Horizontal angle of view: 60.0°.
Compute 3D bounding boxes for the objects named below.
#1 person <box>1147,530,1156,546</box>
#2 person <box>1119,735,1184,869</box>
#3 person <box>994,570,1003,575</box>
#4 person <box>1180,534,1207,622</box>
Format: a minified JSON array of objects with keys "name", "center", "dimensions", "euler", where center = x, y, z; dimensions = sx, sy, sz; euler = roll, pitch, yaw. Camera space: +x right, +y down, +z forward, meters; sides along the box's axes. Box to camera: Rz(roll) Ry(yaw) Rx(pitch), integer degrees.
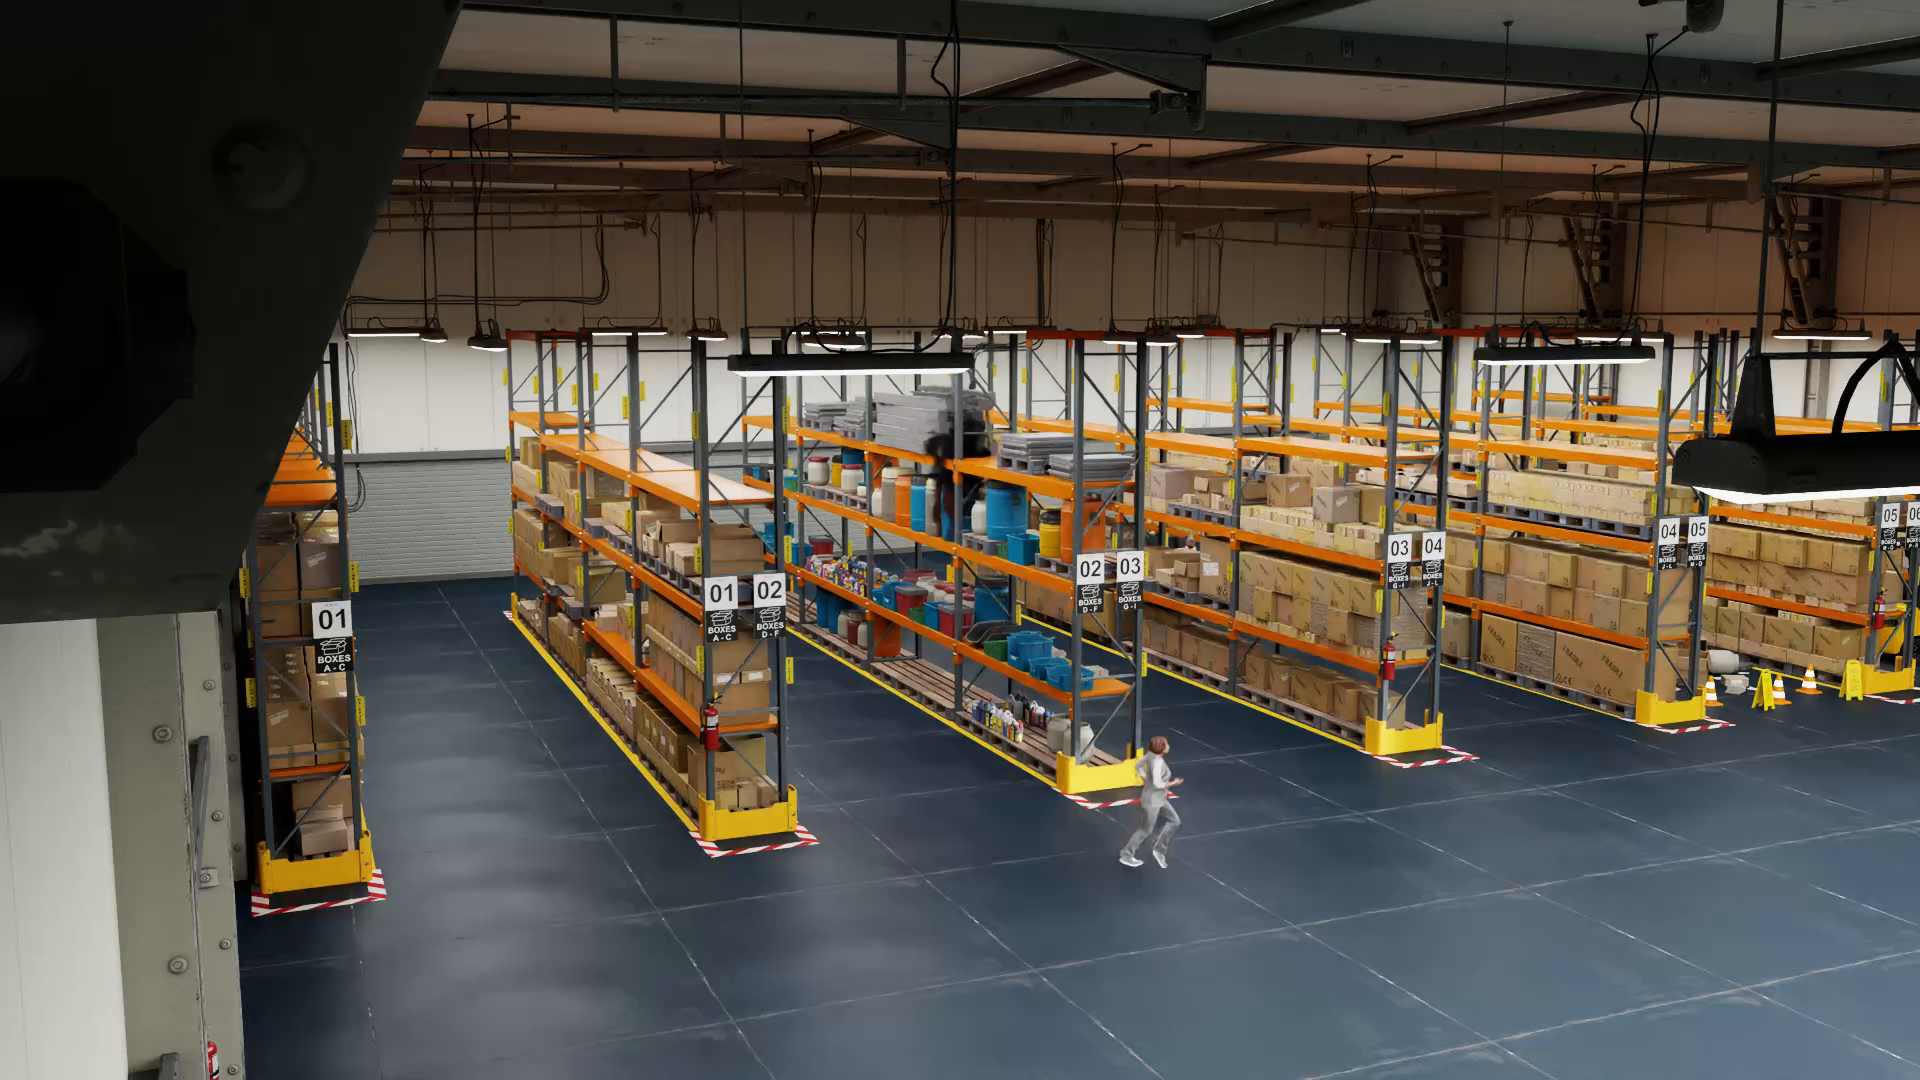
[{"name":"person","center":[4.736,-0.213,41.932],"dimensions":[0.595,1.720,0.761],"euler":[3,8,24]},{"name":"person","center":[2.176,2.994,18.875],"dimensions":[0.717,1.597,0.521],"euler":[1,8,7]},{"name":"person","center":[0.695,1.370,30.644],"dimensions":[0.613,1.640,0.688],"euler":[-4,9,-29]},{"name":"person","center":[4.723,0.763,34.657],"dimensions":[0.630,1.796,1.140],"euler":[-4,9,-26]}]
